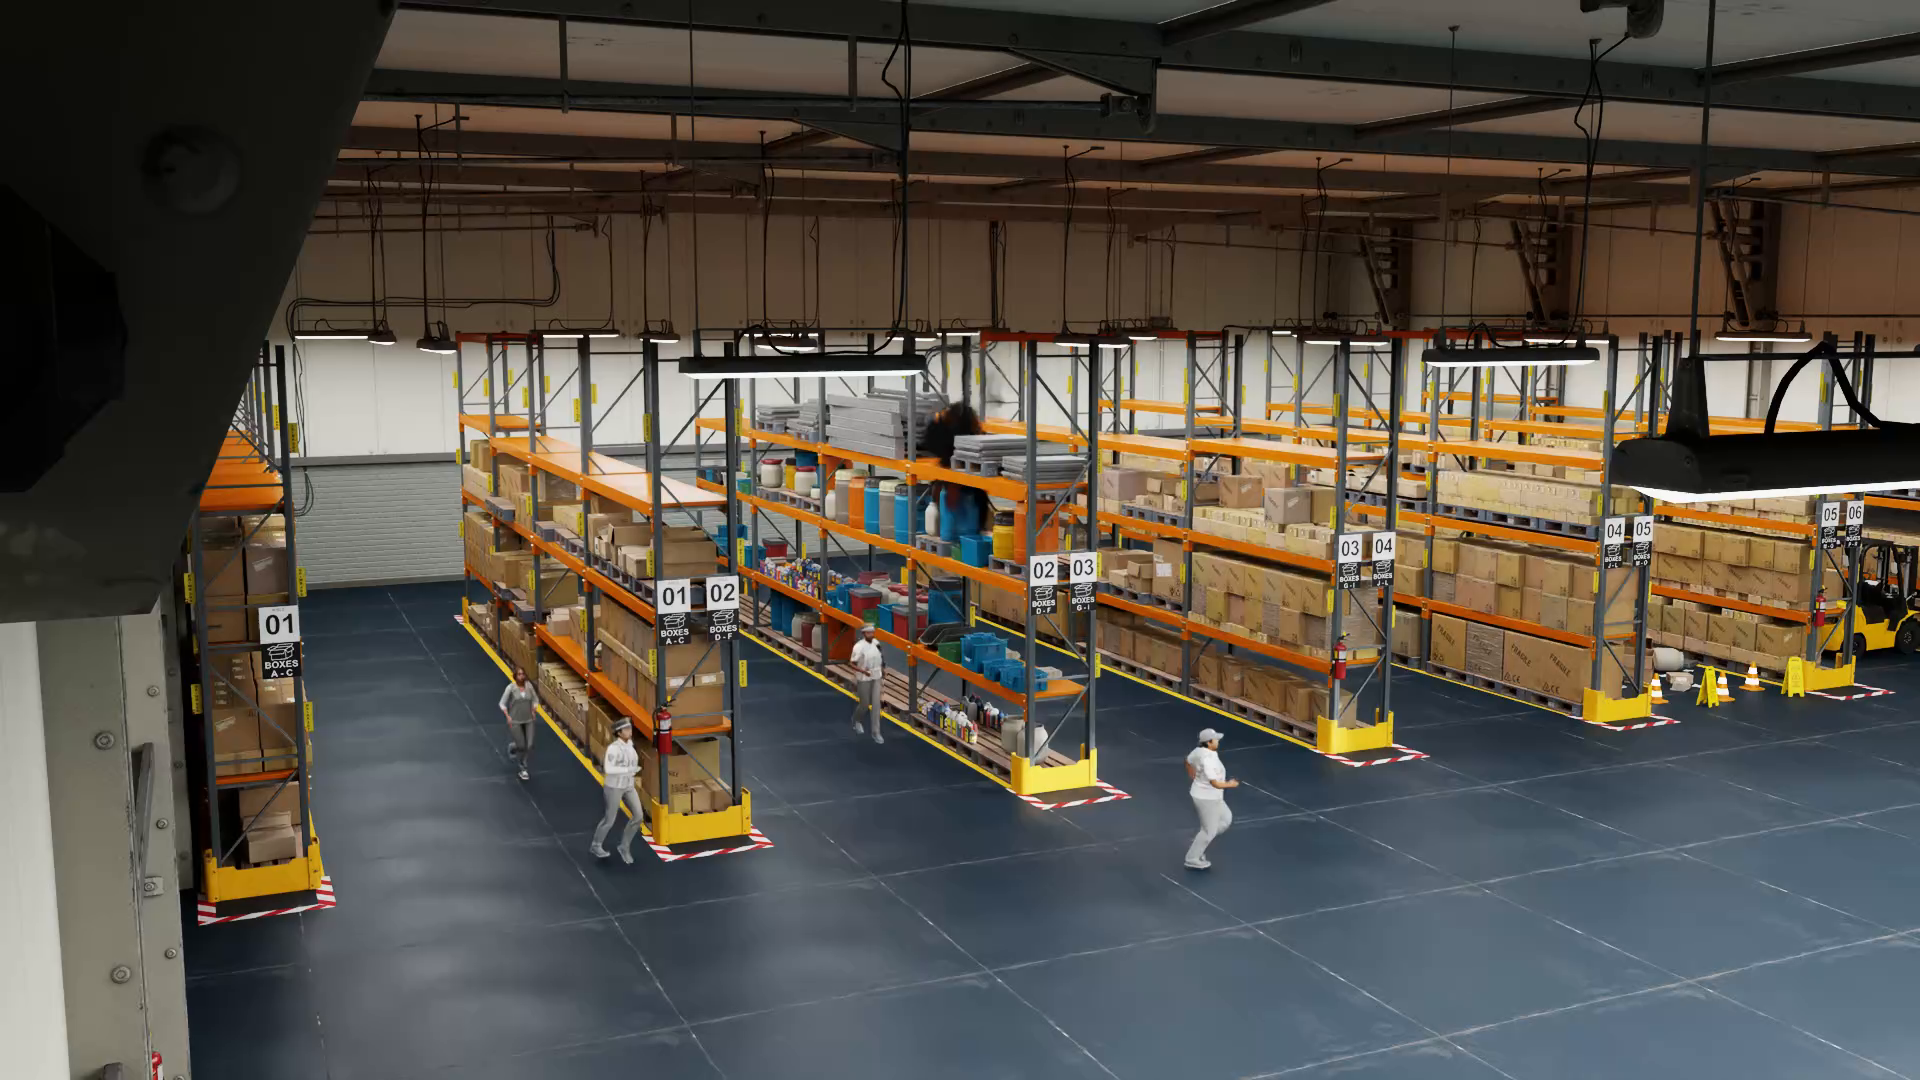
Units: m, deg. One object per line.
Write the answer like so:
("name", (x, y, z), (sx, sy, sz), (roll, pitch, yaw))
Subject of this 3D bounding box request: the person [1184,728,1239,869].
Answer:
("person", (2.891, 2.954, 19.102), (0.616, 1.608, 0.612), (0, 8, 1))

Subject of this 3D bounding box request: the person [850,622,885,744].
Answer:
("person", (-1.304, 2.012, 23.836), (0.579, 1.708, 0.784), (-5, 9, -30))

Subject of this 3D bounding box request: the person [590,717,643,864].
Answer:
("person", (-3.941, 2.911, 19.374), (0.703, 1.740, 0.612), (4, 9, 28))

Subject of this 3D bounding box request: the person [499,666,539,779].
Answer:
("person", (-6.044, 2.497, 22.872), (0.538, 1.557, 0.549), (-5, 9, -32))
